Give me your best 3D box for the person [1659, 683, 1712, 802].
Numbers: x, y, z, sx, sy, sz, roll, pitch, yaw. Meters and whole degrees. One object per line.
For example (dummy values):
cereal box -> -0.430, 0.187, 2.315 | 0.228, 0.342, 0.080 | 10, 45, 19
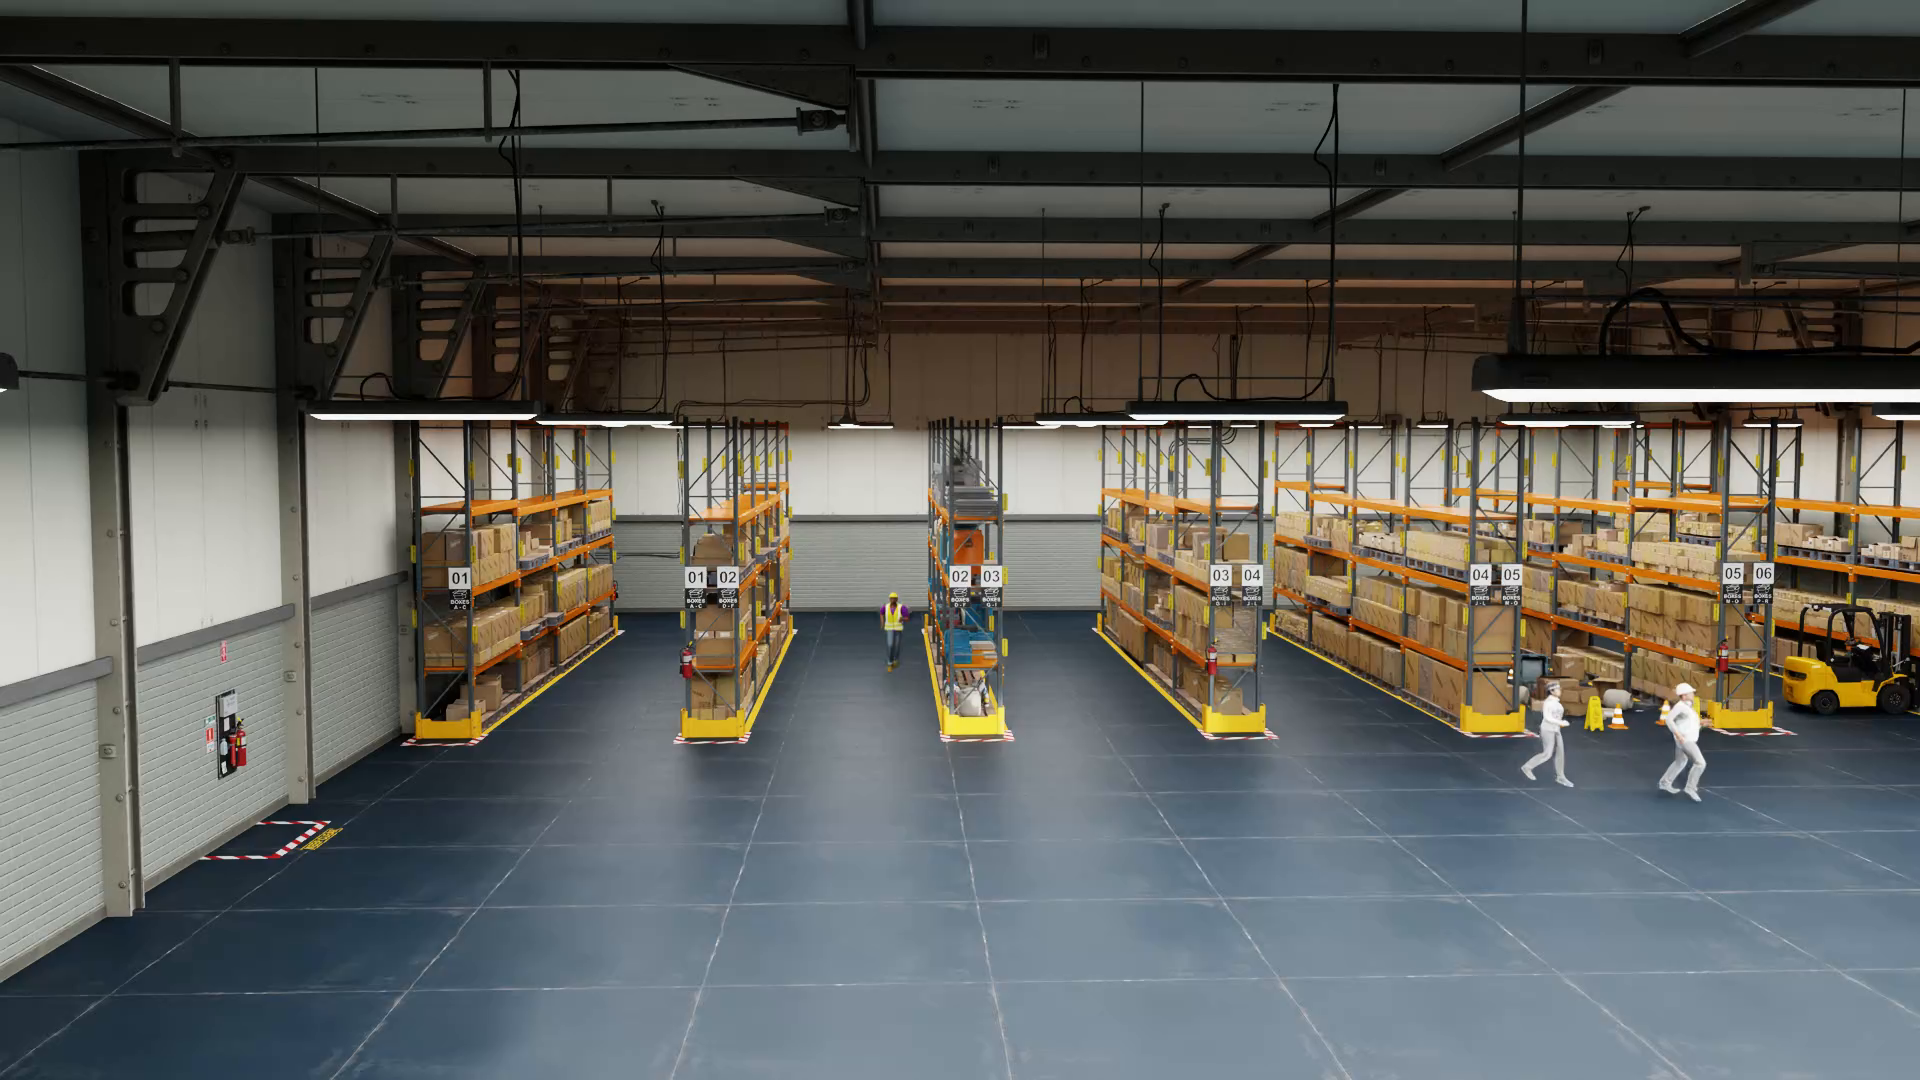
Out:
person -> 11.309, 3.150, 25.923 | 0.752, 1.831, 0.624 | 2, 4, 28

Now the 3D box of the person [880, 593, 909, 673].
person -> -1.511, 2.118, 38.428 | 0.678, 1.823, 0.779 | 0, 4, -3

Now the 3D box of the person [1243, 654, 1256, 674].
person -> 6.852, 2.326, 39.379 | 0.561, 1.678, 0.620 | -1, 4, -8

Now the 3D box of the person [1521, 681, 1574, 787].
person -> 9.554, 3.119, 26.972 | 0.818, 1.715, 0.638 | 2, 4, 33
